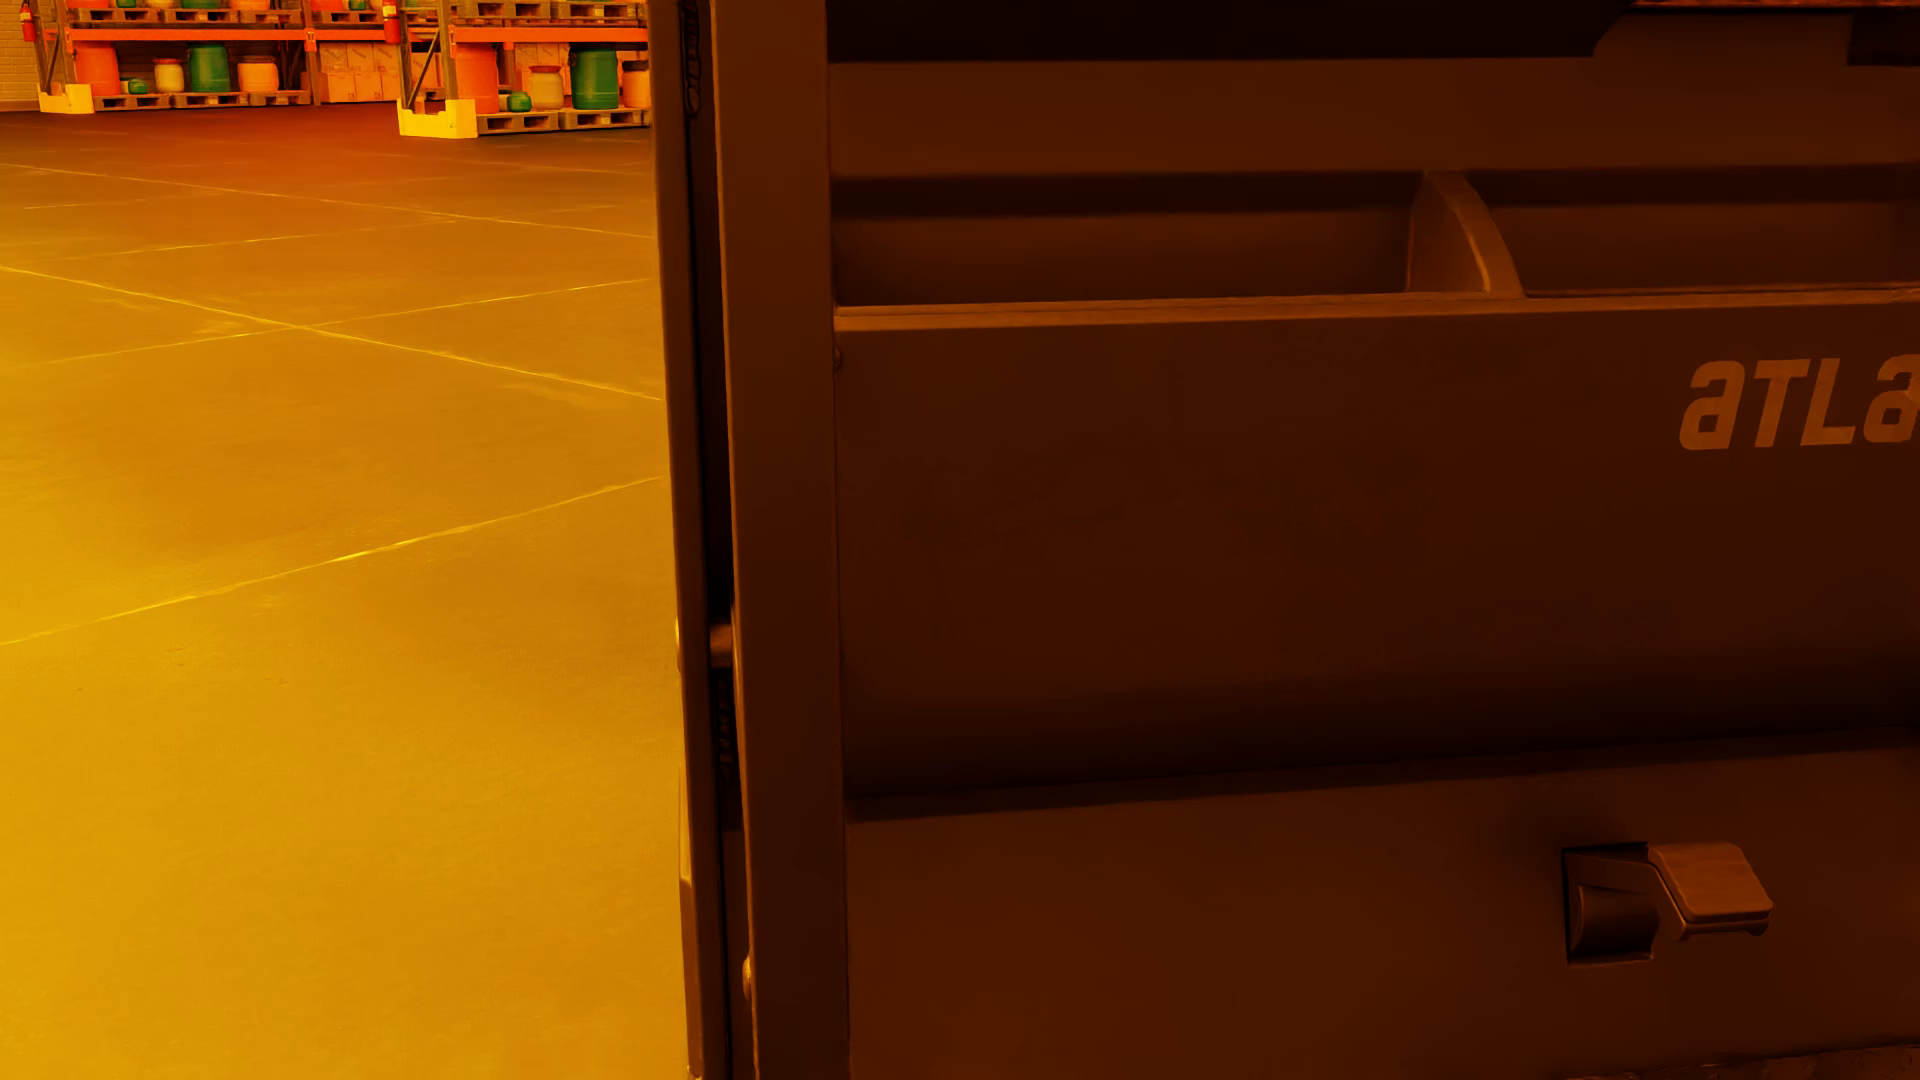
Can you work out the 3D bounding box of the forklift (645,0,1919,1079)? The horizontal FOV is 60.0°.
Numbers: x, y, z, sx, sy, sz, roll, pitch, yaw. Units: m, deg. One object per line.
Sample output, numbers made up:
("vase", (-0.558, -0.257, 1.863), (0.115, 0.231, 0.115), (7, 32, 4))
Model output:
("forklift", (0.382, -0.570, 0.776), (1.130, 2.935, 3.031), (-3, 17, -9))
